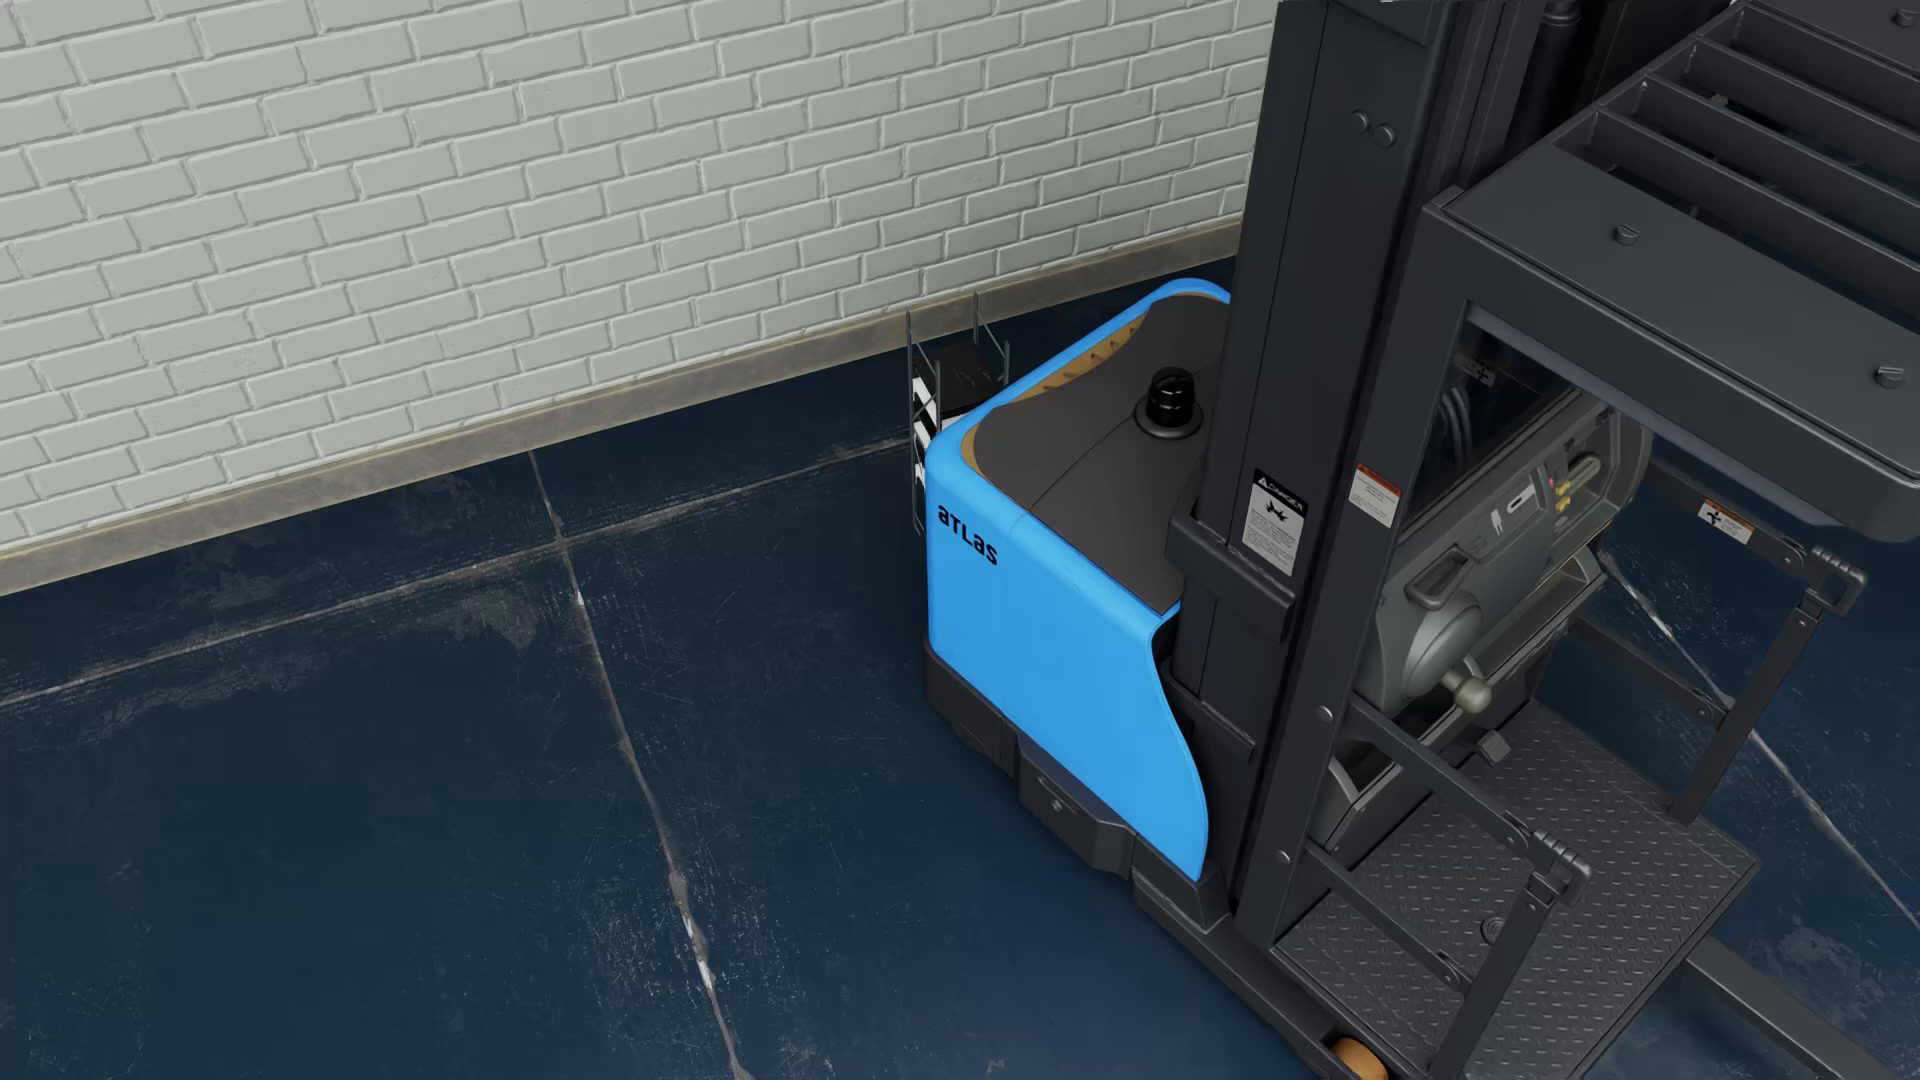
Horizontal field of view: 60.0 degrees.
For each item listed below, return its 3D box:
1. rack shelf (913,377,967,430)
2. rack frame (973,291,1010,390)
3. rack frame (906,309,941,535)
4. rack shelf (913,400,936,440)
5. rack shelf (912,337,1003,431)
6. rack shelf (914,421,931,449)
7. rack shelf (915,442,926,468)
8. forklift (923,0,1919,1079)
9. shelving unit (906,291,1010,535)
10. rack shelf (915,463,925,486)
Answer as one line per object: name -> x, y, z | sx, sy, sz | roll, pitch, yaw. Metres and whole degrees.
rack shelf -> -0.008, -0.386, 4.795 | 0.200, 0.077, 0.258 | -17, 52, -14
rack frame -> 0.087, -0.320, 4.932 | 0.006, 0.900, 0.240 | -17, 52, -14
rack frame -> -0.102, -0.262, 4.882 | 0.006, 0.900, 0.240 | -17, 52, -14
rack shelf -> -0.008, -0.328, 4.864 | 0.200, 0.077, 0.258 | -17, 52, -14
rack shelf -> -0.008, -0.445, 4.727 | 0.200, 0.077, 0.258 | -17, 52, -14
rack shelf -> -0.008, -0.269, 4.932 | 0.200, 0.077, 0.258 | -17, 52, -14
rack shelf -> -0.008, -0.210, 5.000 | 0.200, 0.077, 0.258 | -17, 52, -14
forklift -> 1.266, 0.084, 3.246 | 1.130, 2.935, 3.031 | -35, 58, -26
shelving unit -> -0.008, -0.291, 4.907 | 0.210, 0.900, 0.258 | -17, 52, -14
rack shelf -> -0.008, -0.152, 5.068 | 0.200, 0.077, 0.258 | -17, 52, -14
